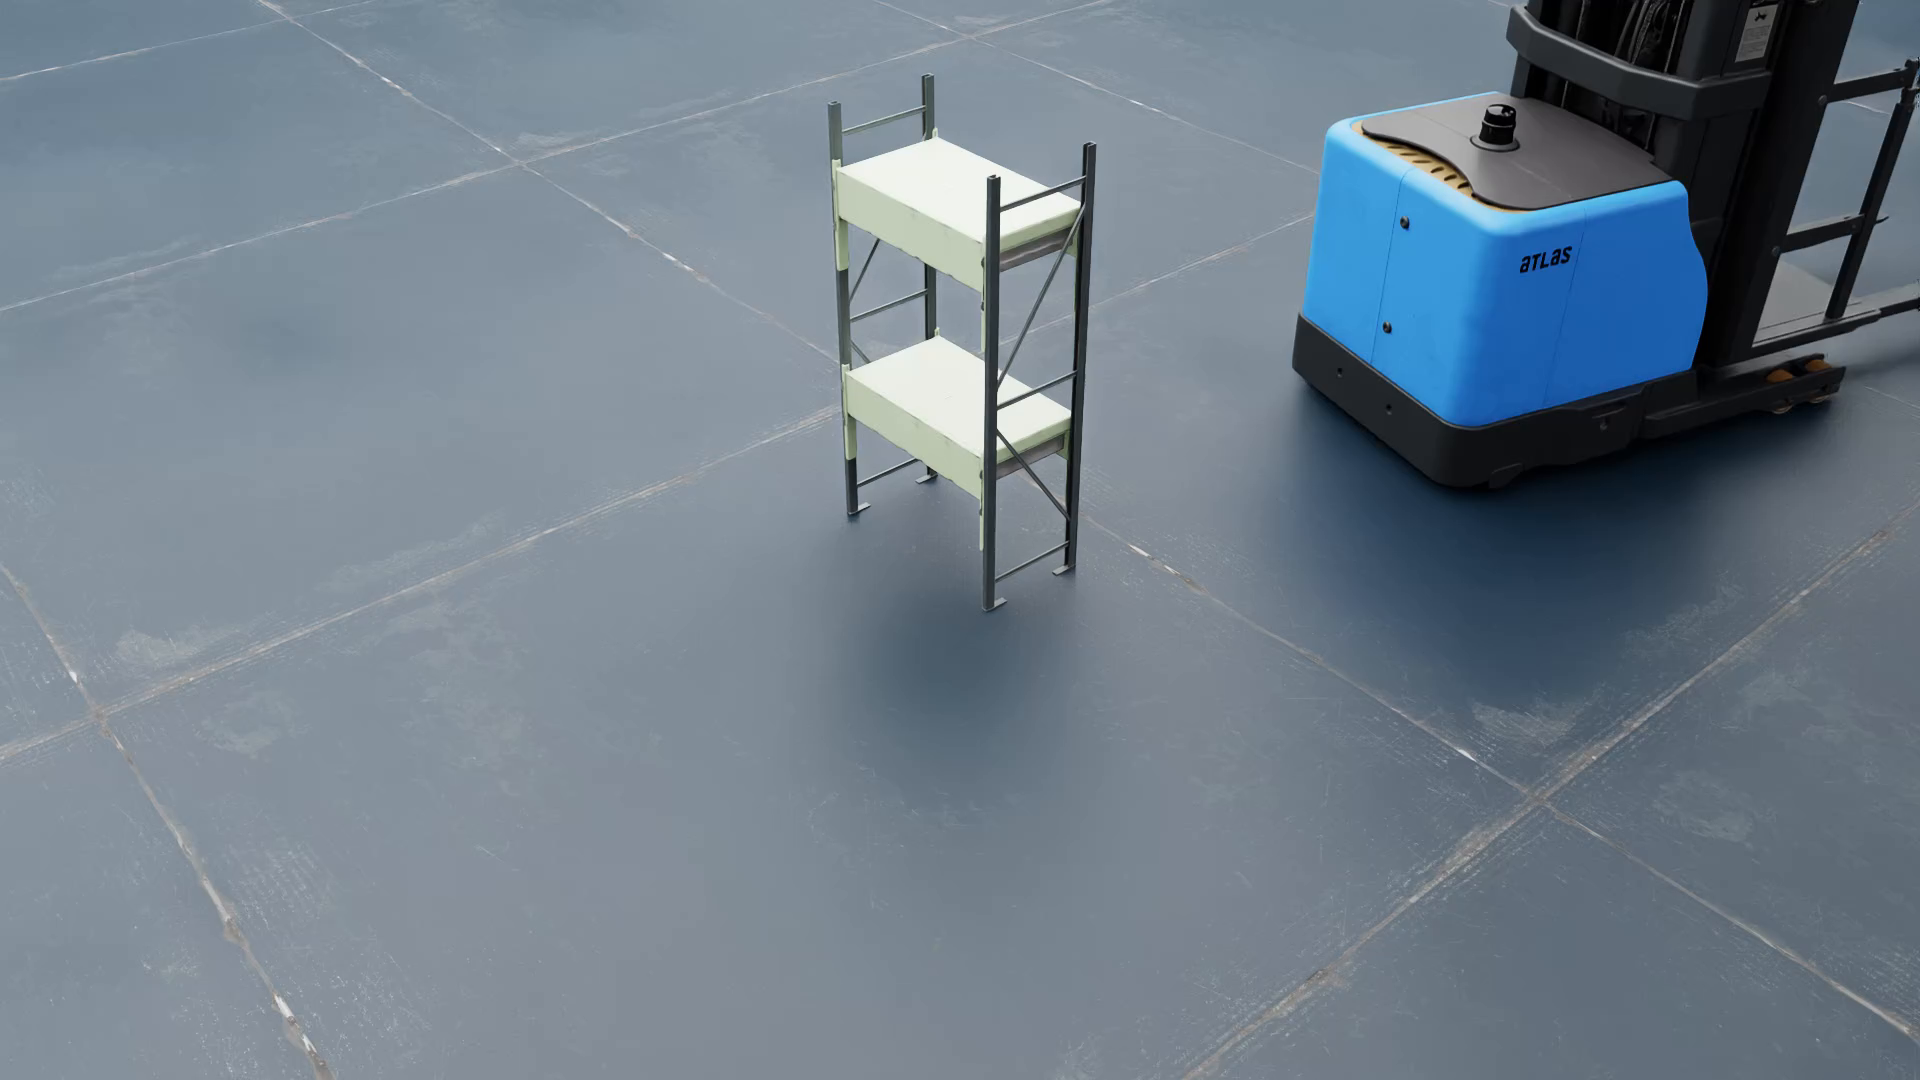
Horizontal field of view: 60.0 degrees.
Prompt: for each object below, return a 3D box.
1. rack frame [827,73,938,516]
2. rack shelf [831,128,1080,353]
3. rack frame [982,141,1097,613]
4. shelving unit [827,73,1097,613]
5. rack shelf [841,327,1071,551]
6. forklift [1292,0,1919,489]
[{"bbox_3d":[-0.241,-0.777,5.549,0.400,1.500,0.023,-26,43,-32],"label":"rack frame"},{"bbox_3d":[-0.004,-0.933,5.095,0.431,0.370,0.720,-26,43,-32],"label":"rack shelf"},{"bbox_3d":[0.232,-0.453,5.093,0.400,1.500,0.023,-26,43,-32],"label":"rack frame"},{"bbox_3d":[-0.004,-0.615,5.321,0.431,1.500,0.755,-26,43,-32],"label":"shelving unit"},{"bbox_3d":[-0.004,-0.349,5.509,0.431,0.370,0.720,-26,43,-32],"label":"rack shelf"},{"bbox_3d":[2.876,-1.946,5.962,3.031,2.935,1.130,-15,38,-20],"label":"forklift"}]
